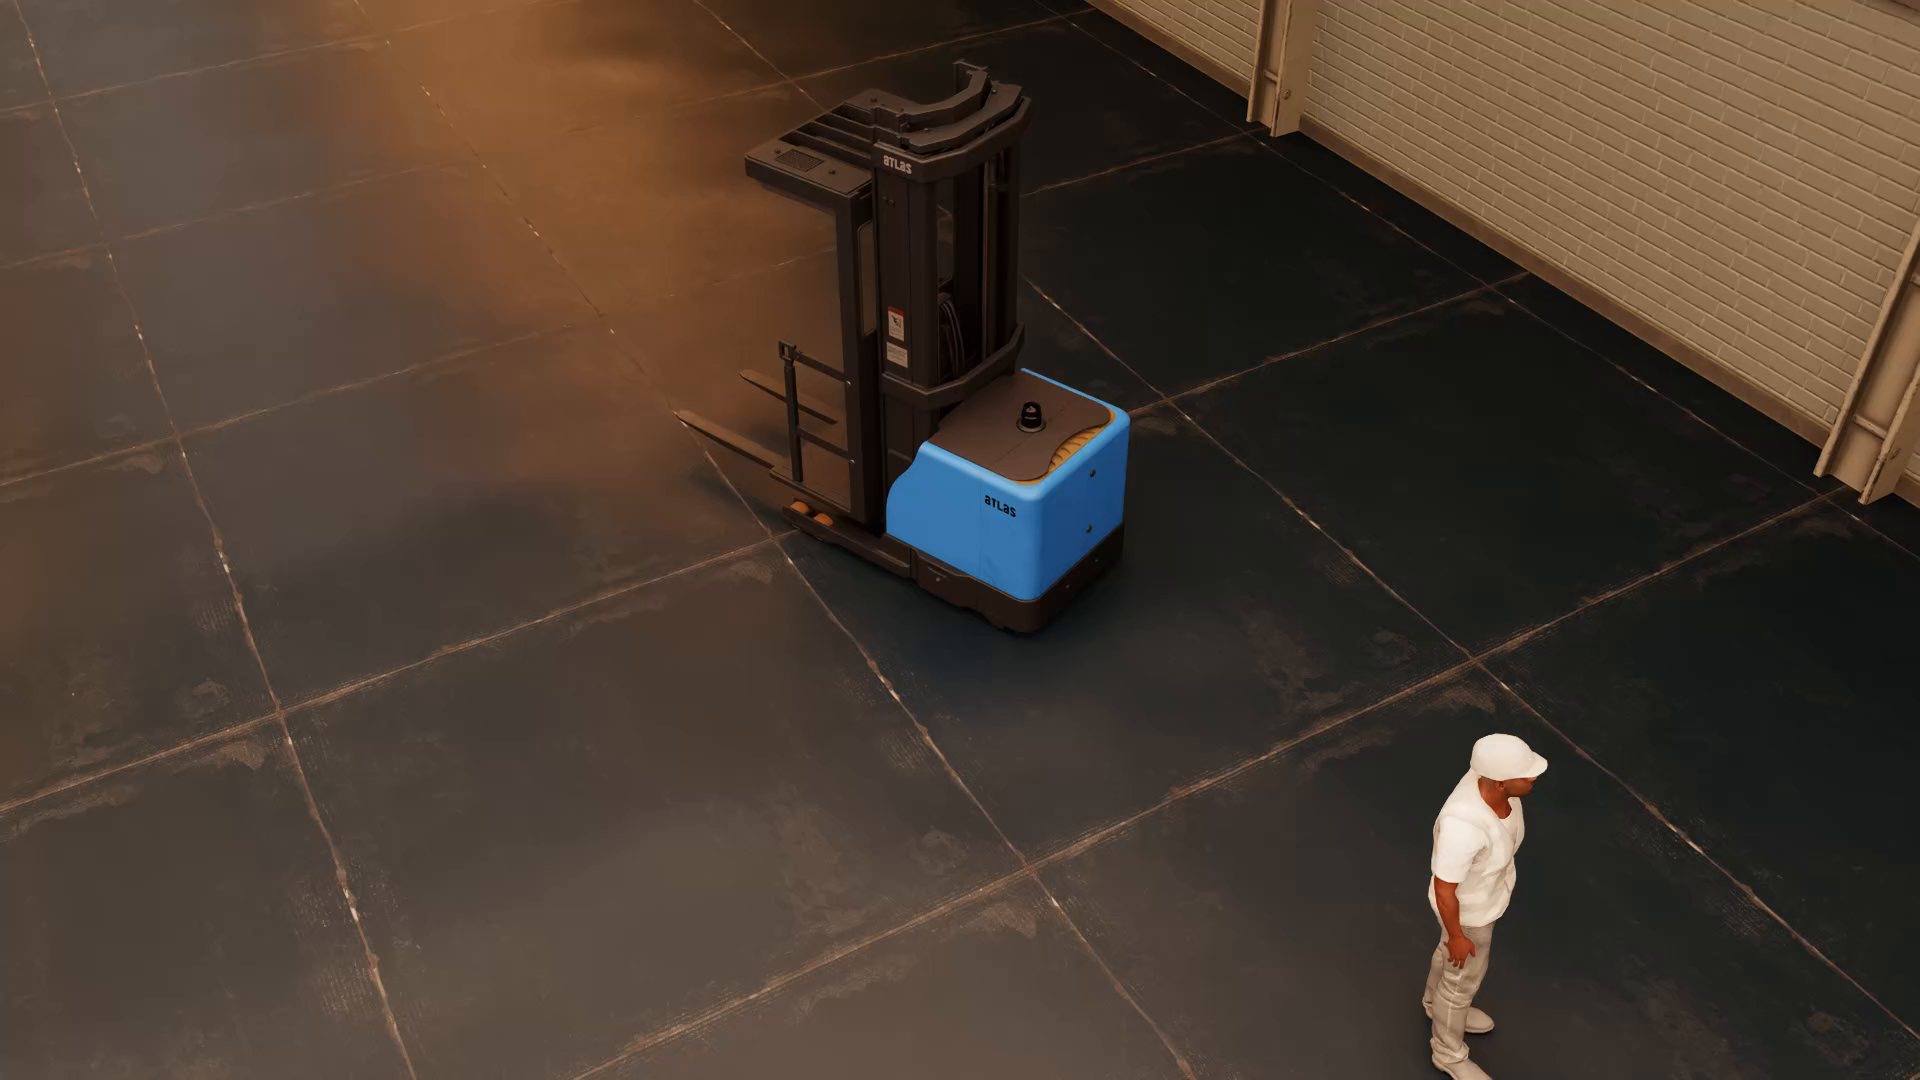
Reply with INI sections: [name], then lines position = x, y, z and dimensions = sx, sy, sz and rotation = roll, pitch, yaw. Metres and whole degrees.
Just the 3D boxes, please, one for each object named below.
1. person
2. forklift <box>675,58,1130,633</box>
[person]
position = 2.257, 1.539, 7.082
dimensions = 0.576, 1.767, 0.665
rotation = 22, 44, 24
[forklift]
position = -0.481, -1.366, 9.683
dimensions = 3.031, 2.935, 1.130
rotation = 26, 46, 28
